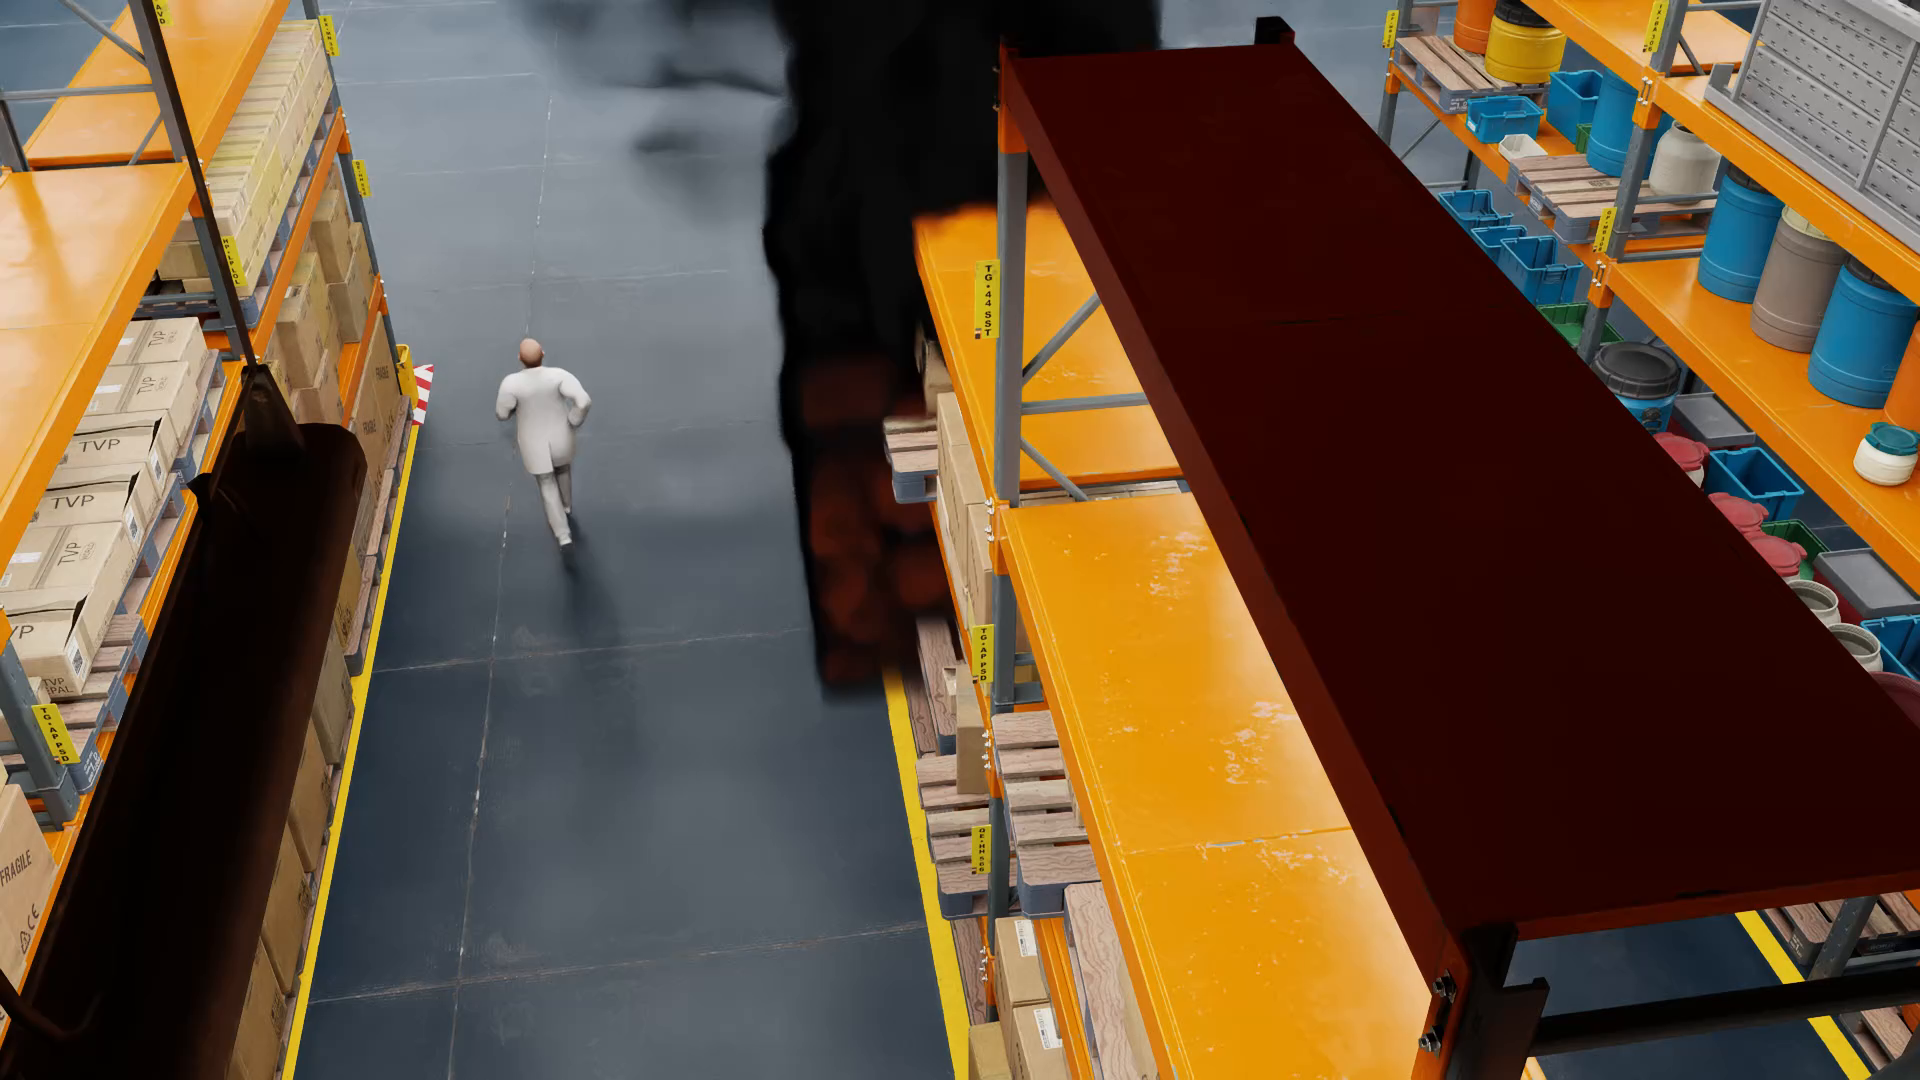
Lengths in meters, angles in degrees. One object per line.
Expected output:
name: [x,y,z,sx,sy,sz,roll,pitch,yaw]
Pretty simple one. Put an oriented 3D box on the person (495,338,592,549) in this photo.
person: [-3.215,-0.763,12.970,0.703,1.805,1.040,-13,38,-17]
